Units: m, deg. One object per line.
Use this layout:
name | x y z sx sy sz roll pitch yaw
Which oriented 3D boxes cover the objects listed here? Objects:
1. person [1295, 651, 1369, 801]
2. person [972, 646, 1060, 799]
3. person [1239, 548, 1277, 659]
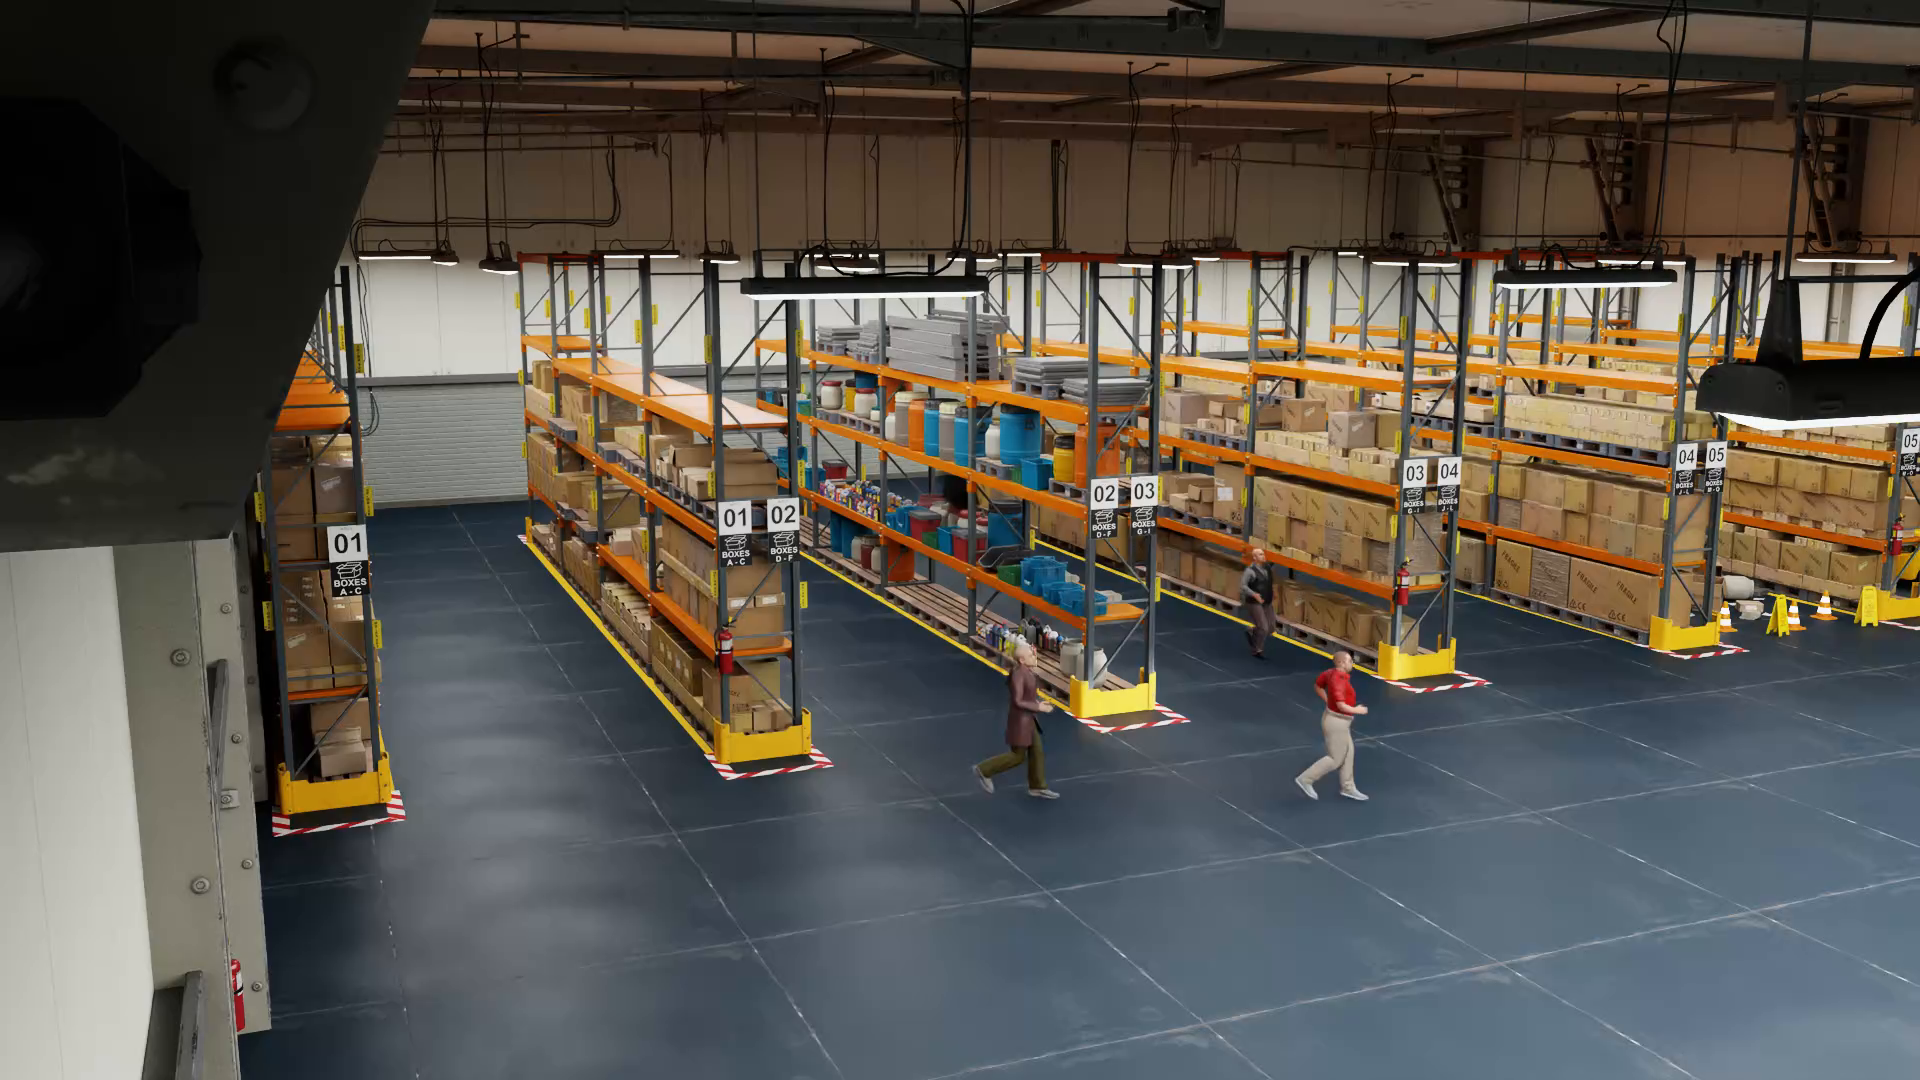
person | 4.221 2.107 18.769 0.867 1.752 0.685 0 10 1
person | 0.648 2.070 18.860 0.989 1.783 0.718 1 10 7
person | 4.507 0.952 25.185 0.657 1.671 0.612 -8 13 -36
